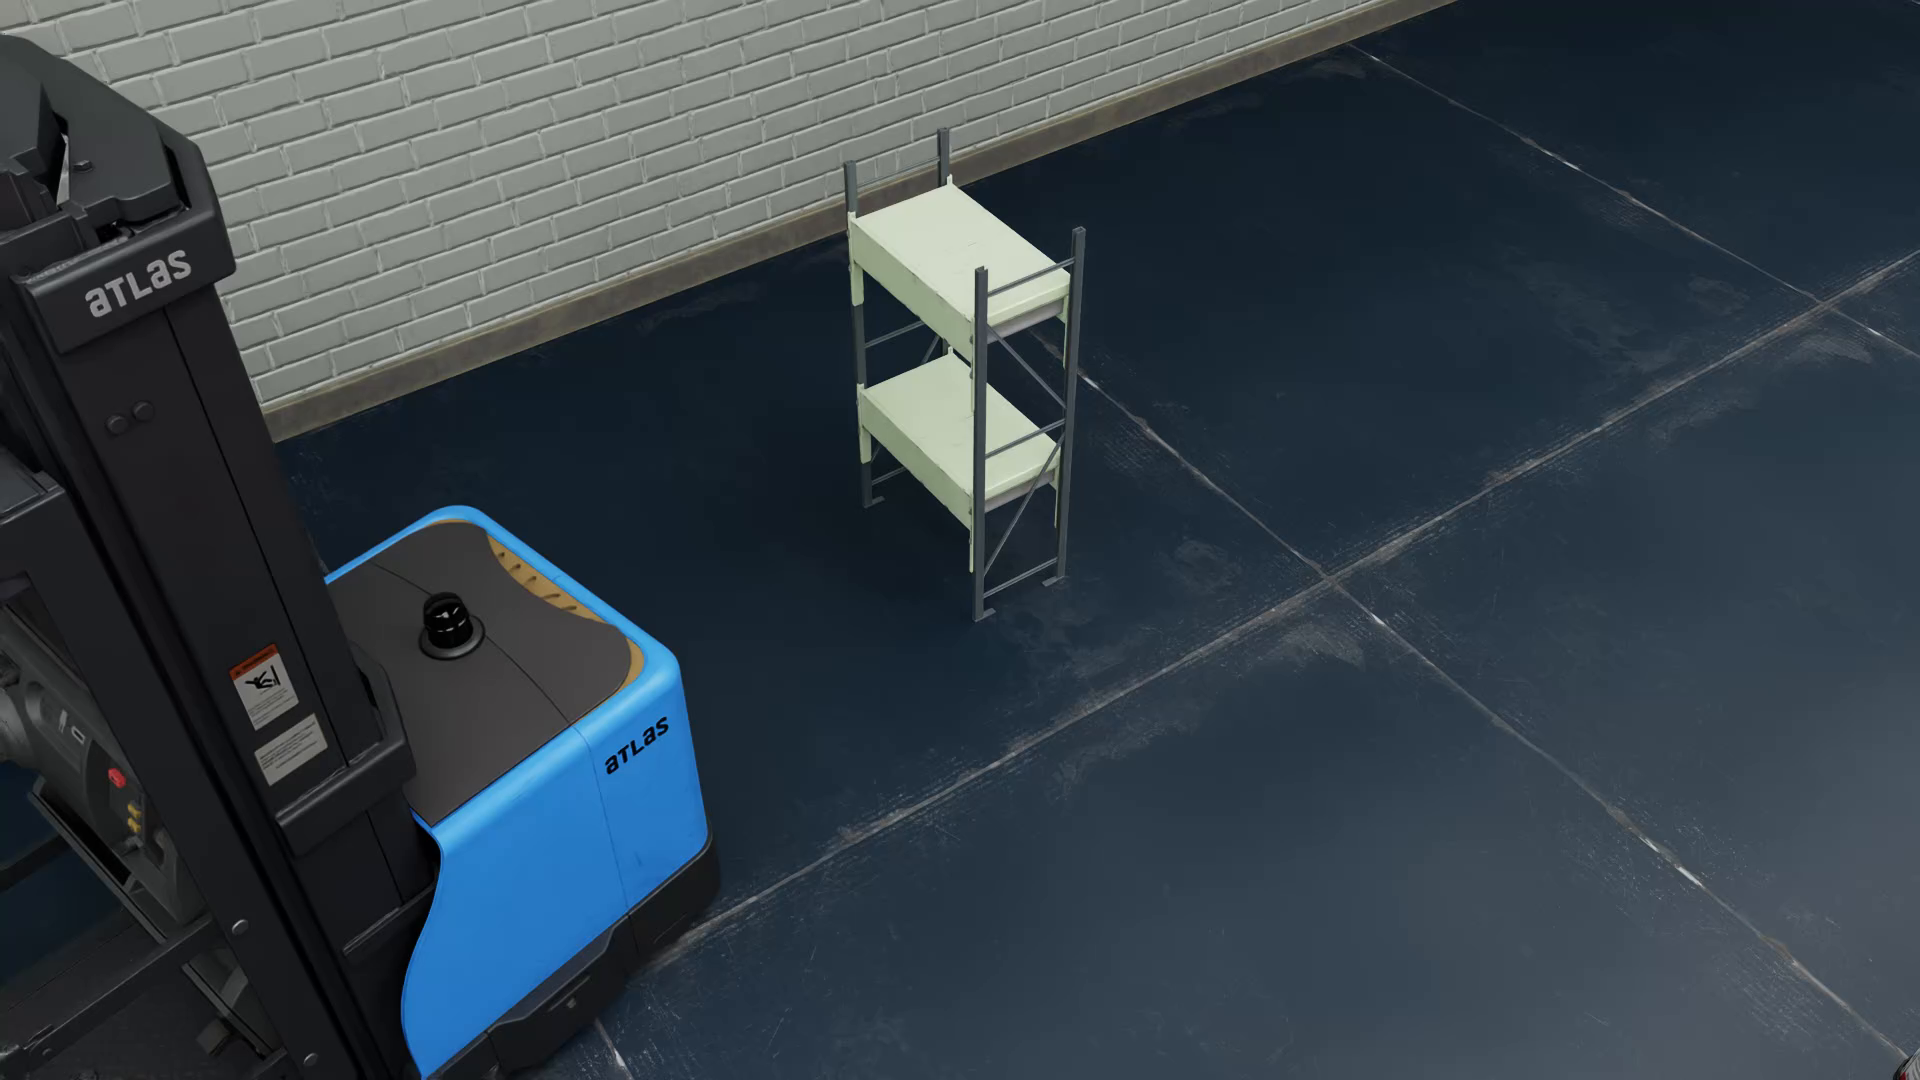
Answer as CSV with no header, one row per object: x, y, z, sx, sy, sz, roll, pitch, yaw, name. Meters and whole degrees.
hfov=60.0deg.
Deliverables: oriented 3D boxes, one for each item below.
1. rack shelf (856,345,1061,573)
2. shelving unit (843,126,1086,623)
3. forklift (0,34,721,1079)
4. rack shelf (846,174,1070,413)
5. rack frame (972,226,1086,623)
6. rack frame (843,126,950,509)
0.004,-0.303,5.953,0.431,0.370,0.720,-26,49,-24,rack shelf
0.004,-0.539,5.728,0.431,1.500,0.755,-26,49,-24,shelving unit
-2.078,0.572,3.529,1.130,2.935,3.031,31,52,29,forklift
0.004,-0.821,5.459,0.431,0.370,0.720,-26,49,-24,rack shelf
0.213,-0.331,5.511,0.400,1.500,0.023,-26,49,-24,rack frame
-0.206,-0.746,5.945,0.400,1.500,0.023,-26,49,-24,rack frame
